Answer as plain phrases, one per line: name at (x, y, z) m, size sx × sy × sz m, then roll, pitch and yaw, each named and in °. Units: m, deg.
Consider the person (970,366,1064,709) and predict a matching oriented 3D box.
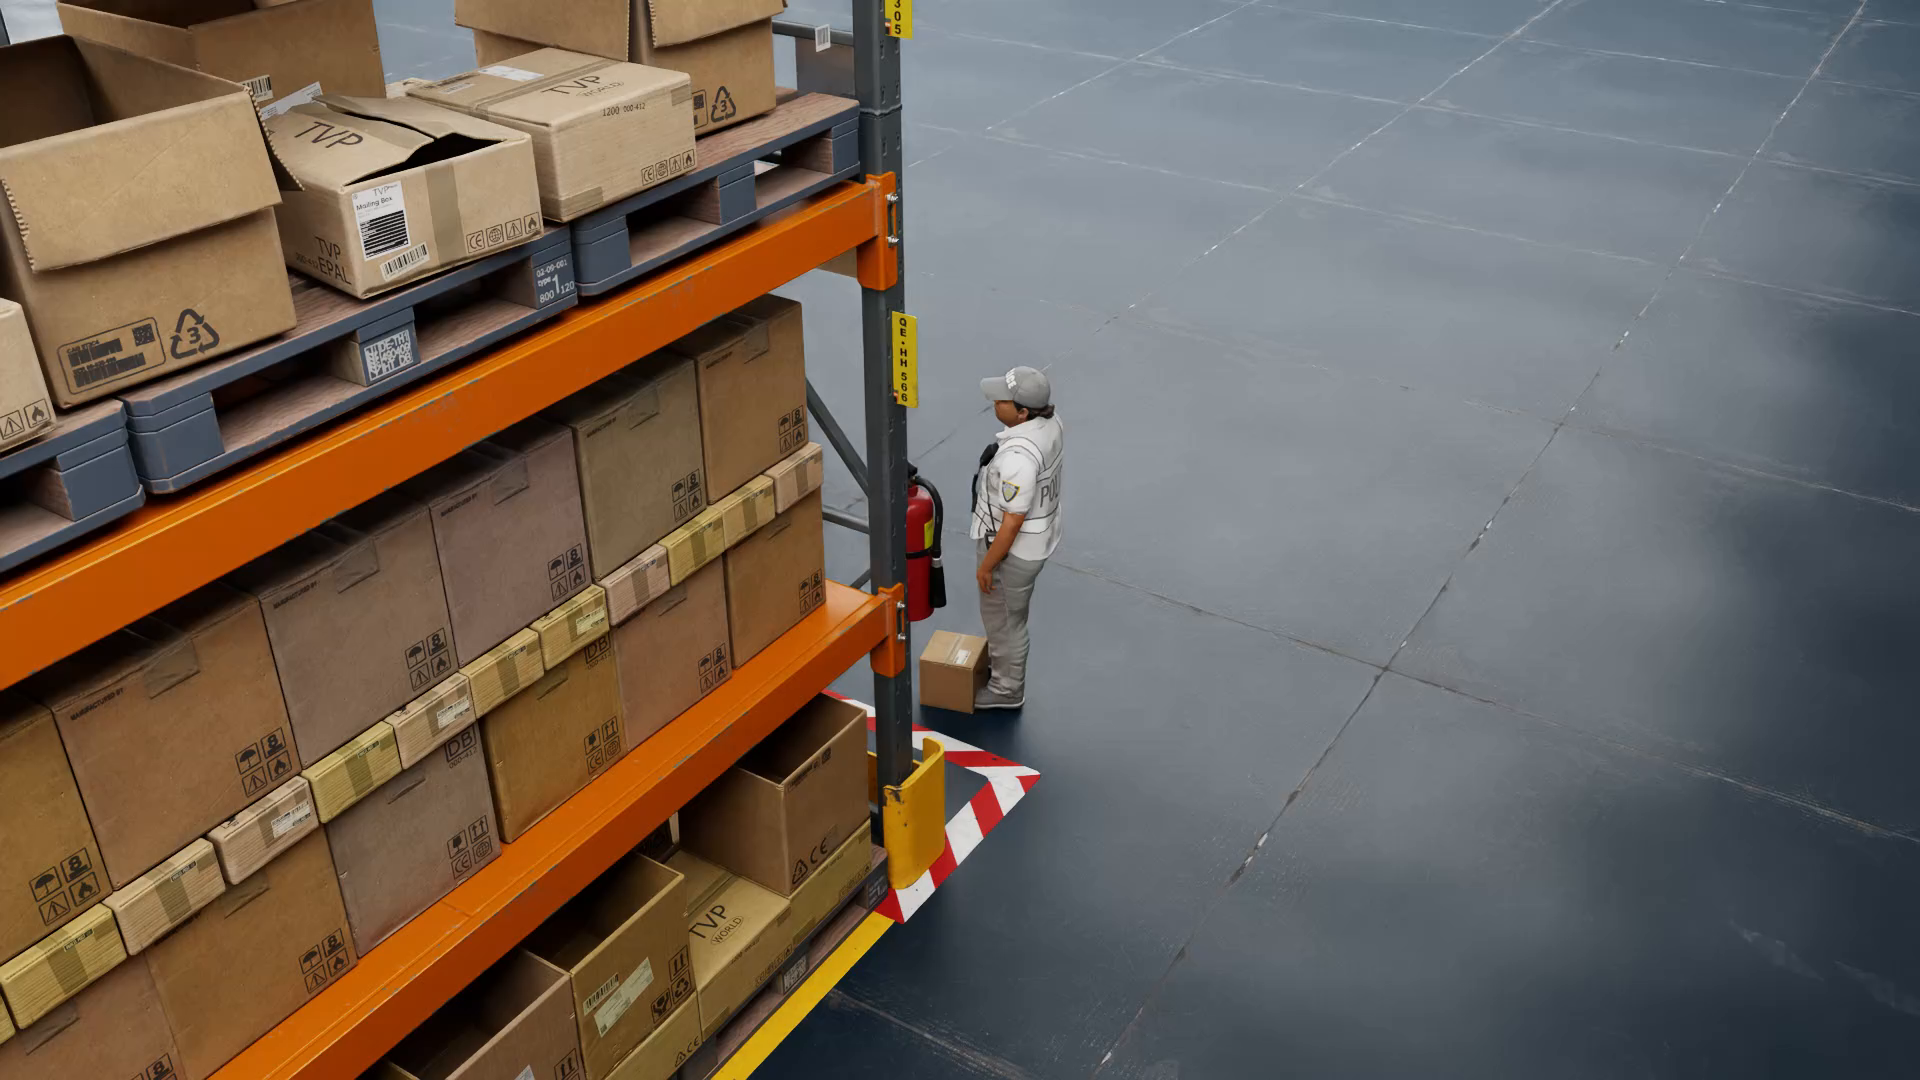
person at (0.165, -0.013, 7.130) m, size 0.529 × 1.670 × 0.598 m, roll 10°, pitch 32°, yaw 16°
